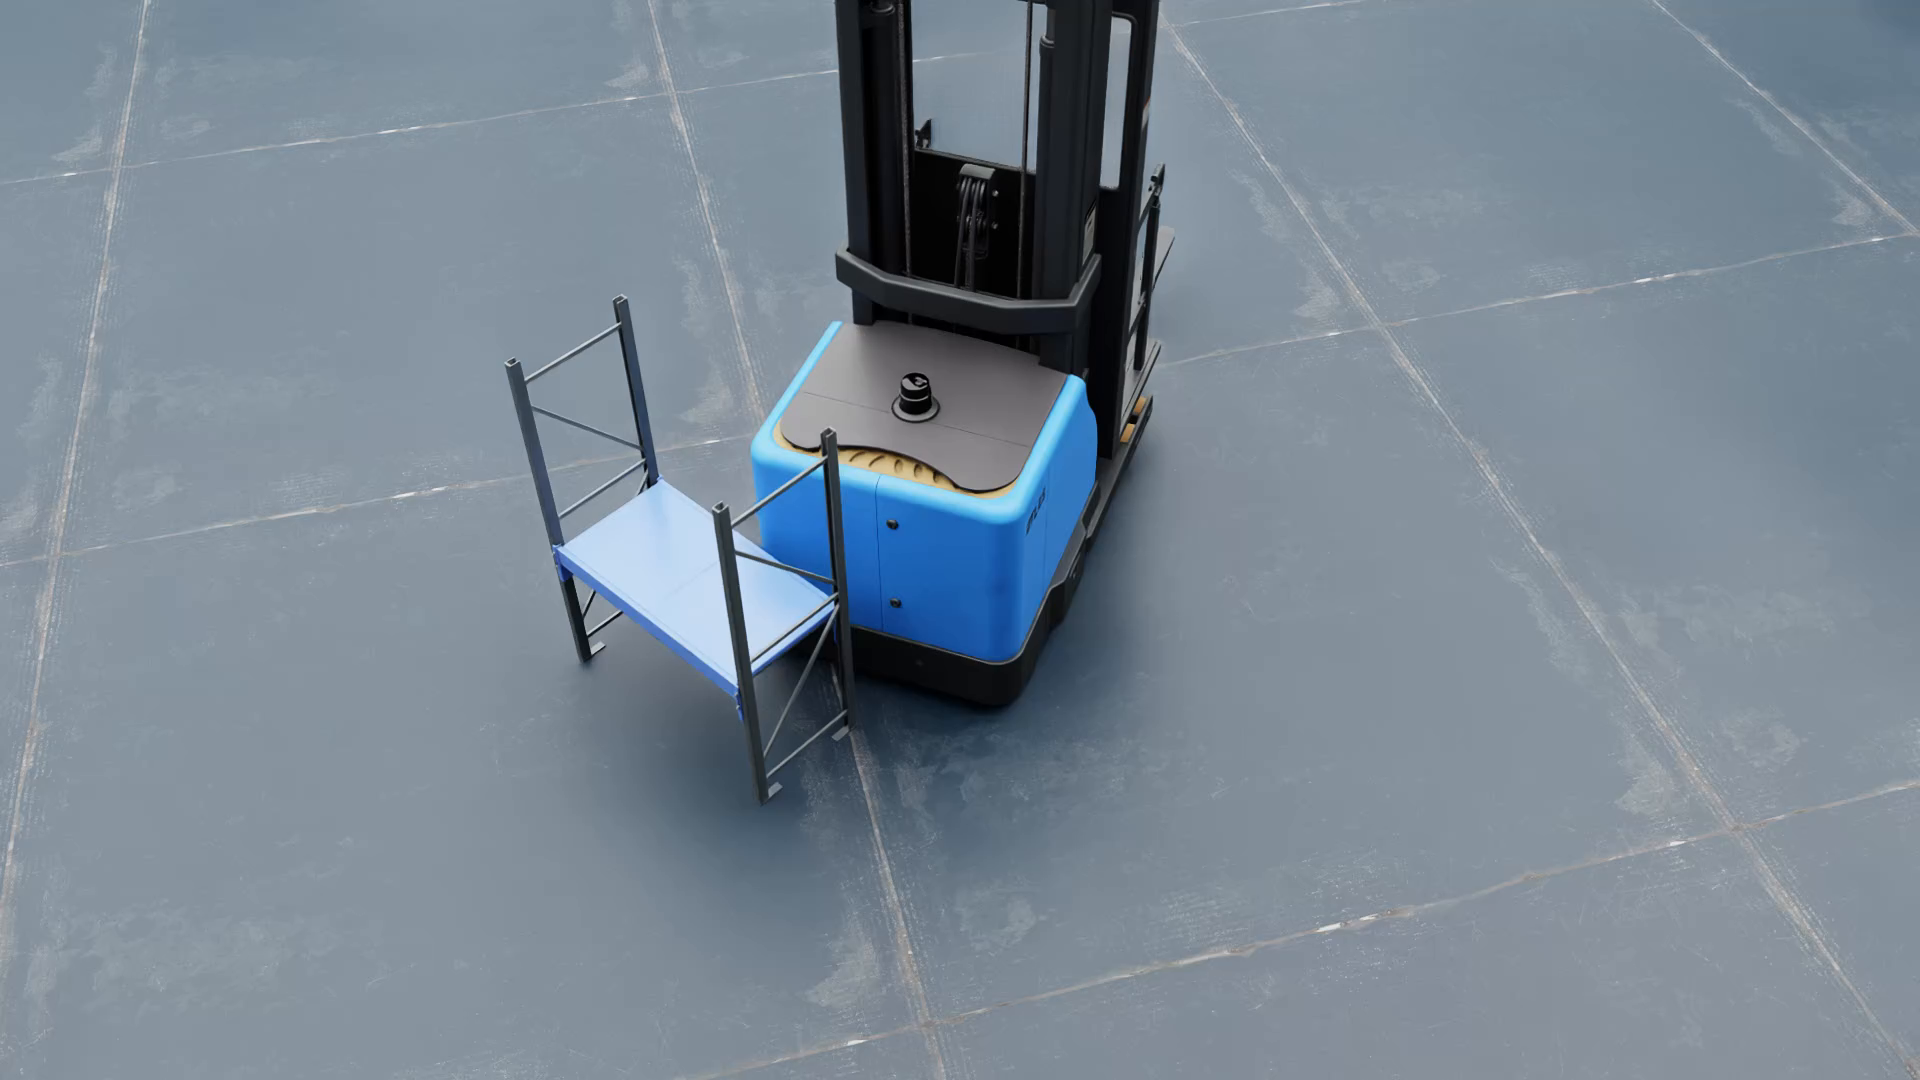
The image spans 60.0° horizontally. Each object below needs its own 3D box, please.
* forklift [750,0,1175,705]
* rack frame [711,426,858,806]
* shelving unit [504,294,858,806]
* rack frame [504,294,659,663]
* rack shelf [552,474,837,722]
[{"bbox_3d":[0.224,-1.472,6.392,1.130,2.935,3.031,15,47,14],"label":"forklift"},{"bbox_3d":[-0.568,0.304,5.652,0.032,1.500,0.500,33,54,28],"label":"rack frame"},{"bbox_3d":[-0.945,0.061,5.891,1.048,1.500,0.538,33,54,28],"label":"shelving unit"},{"bbox_3d":[-1.322,-0.183,6.130,0.032,1.500,0.500,33,54,28],"label":"rack frame"},{"bbox_3d":[-0.945,0.187,6.020,1.000,0.185,0.538,33,54,28],"label":"rack shelf"}]
